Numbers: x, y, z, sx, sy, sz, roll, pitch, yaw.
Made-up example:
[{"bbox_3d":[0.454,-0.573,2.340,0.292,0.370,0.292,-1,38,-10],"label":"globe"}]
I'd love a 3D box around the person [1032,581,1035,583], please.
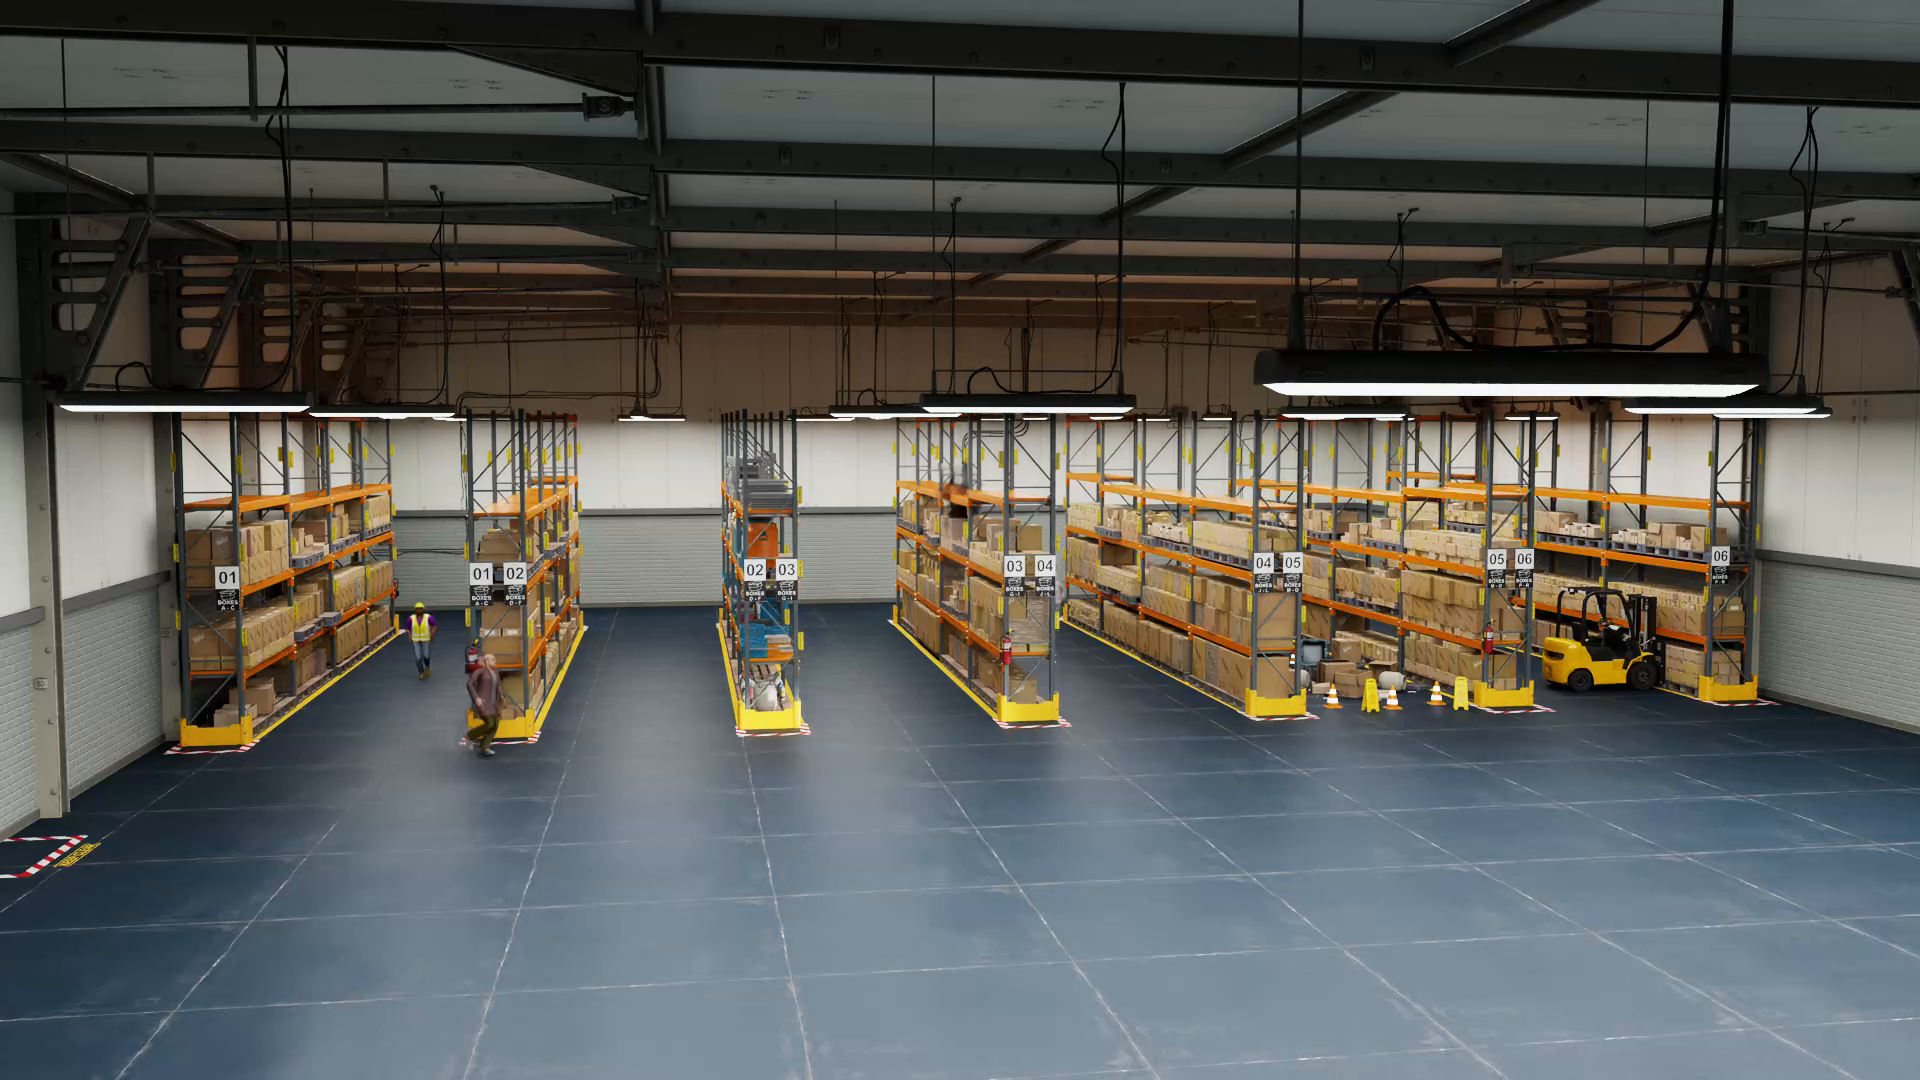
[{"bbox_3d":[1.829,1.530,48.639,0.845,1.581,0.666,-4,5,-41],"label":"person"}]

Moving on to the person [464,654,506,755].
[{"bbox_3d":[-8.243,2.845,28.975,0.602,1.715,0.758,2,4,21],"label":"person"}]

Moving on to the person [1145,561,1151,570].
[{"bbox_3d":[5.425,1.480,48.159,0.723,1.778,0.655,-1,4,-14],"label":"person"}]

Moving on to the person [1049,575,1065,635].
[{"bbox_3d":[2.532,1.715,44.967,0.672,1.728,0.619,0,4,-5],"label":"person"}]

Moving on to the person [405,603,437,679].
[{"bbox_3d":[-12.067,2.259,37.219,0.674,1.721,0.569,-1,4,-13],"label":"person"}]
